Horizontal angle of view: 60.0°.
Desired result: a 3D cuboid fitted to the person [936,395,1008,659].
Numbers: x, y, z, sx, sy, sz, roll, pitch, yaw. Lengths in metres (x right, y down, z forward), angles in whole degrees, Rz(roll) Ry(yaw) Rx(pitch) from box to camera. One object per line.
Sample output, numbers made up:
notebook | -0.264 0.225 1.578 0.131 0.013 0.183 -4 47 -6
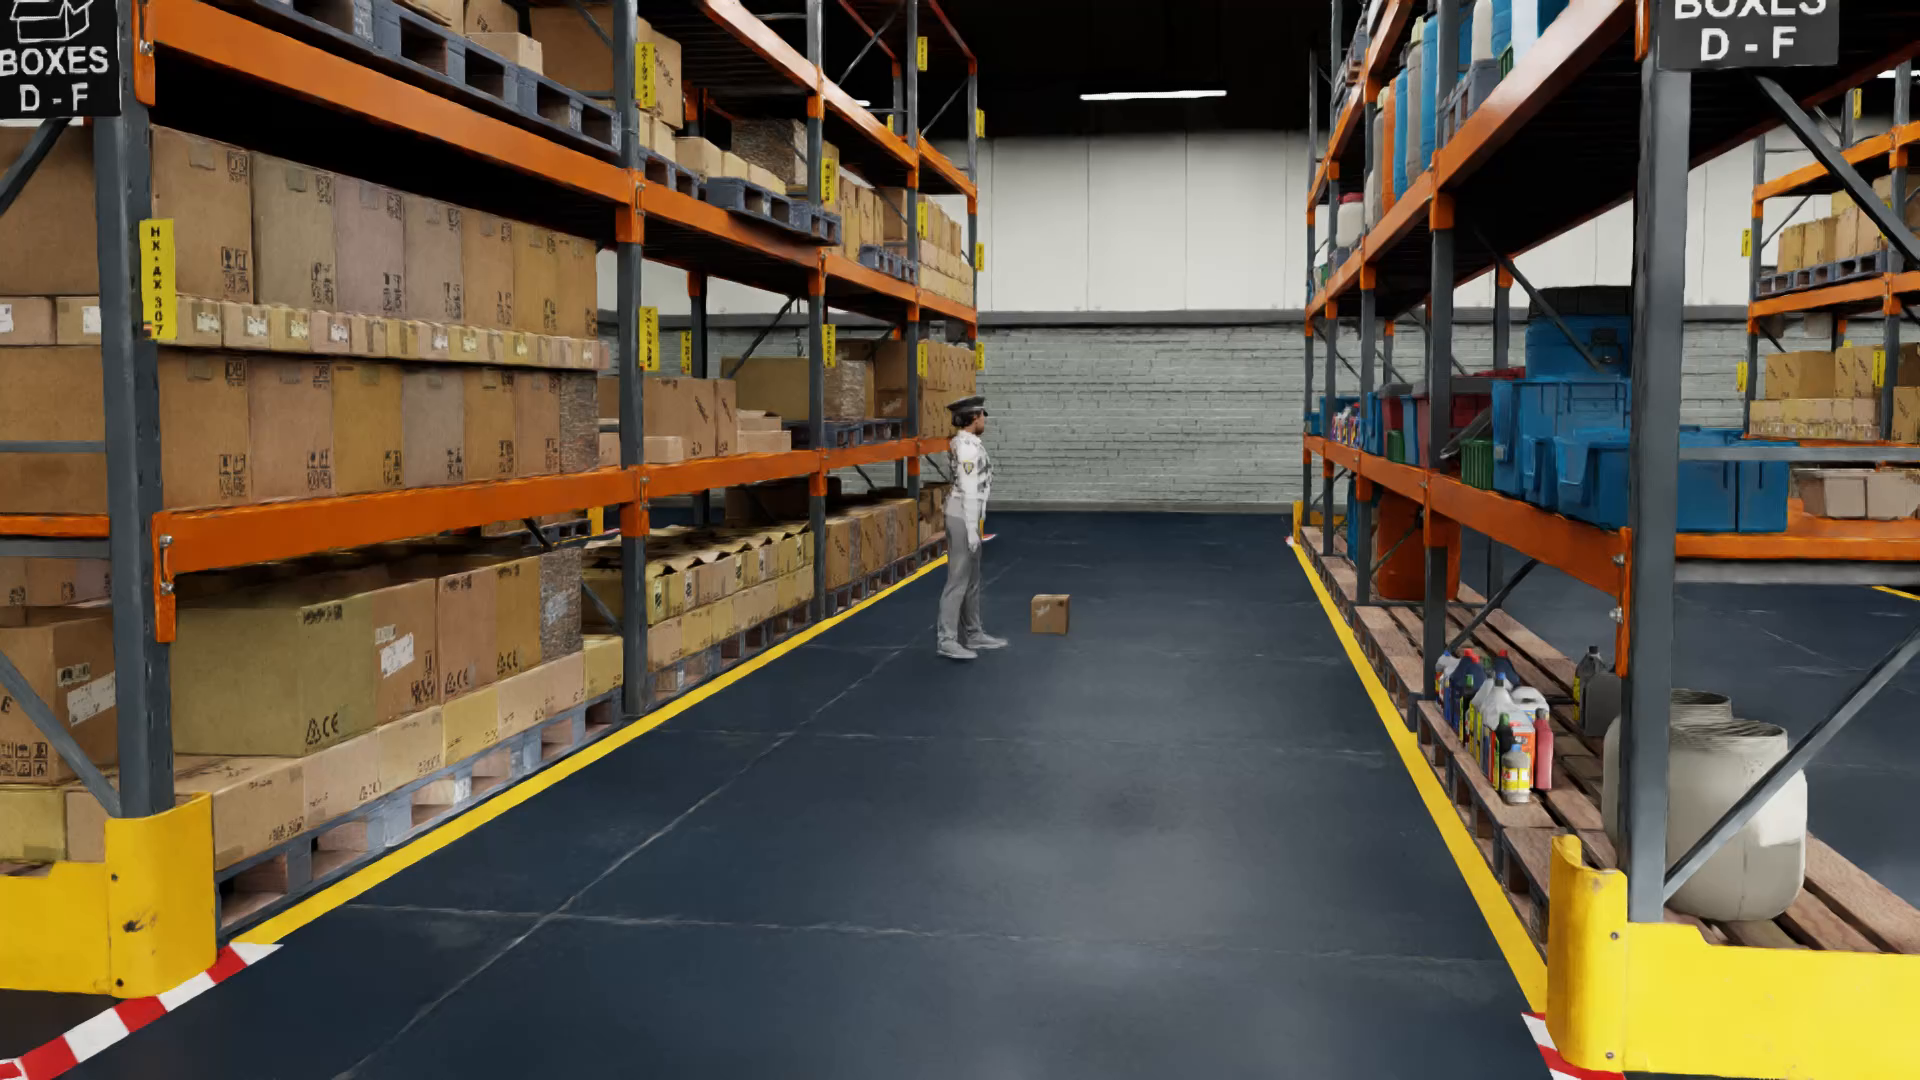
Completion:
person | 0.081 -0.096 10.715 0.489 1.672 0.553 0 5 -4
